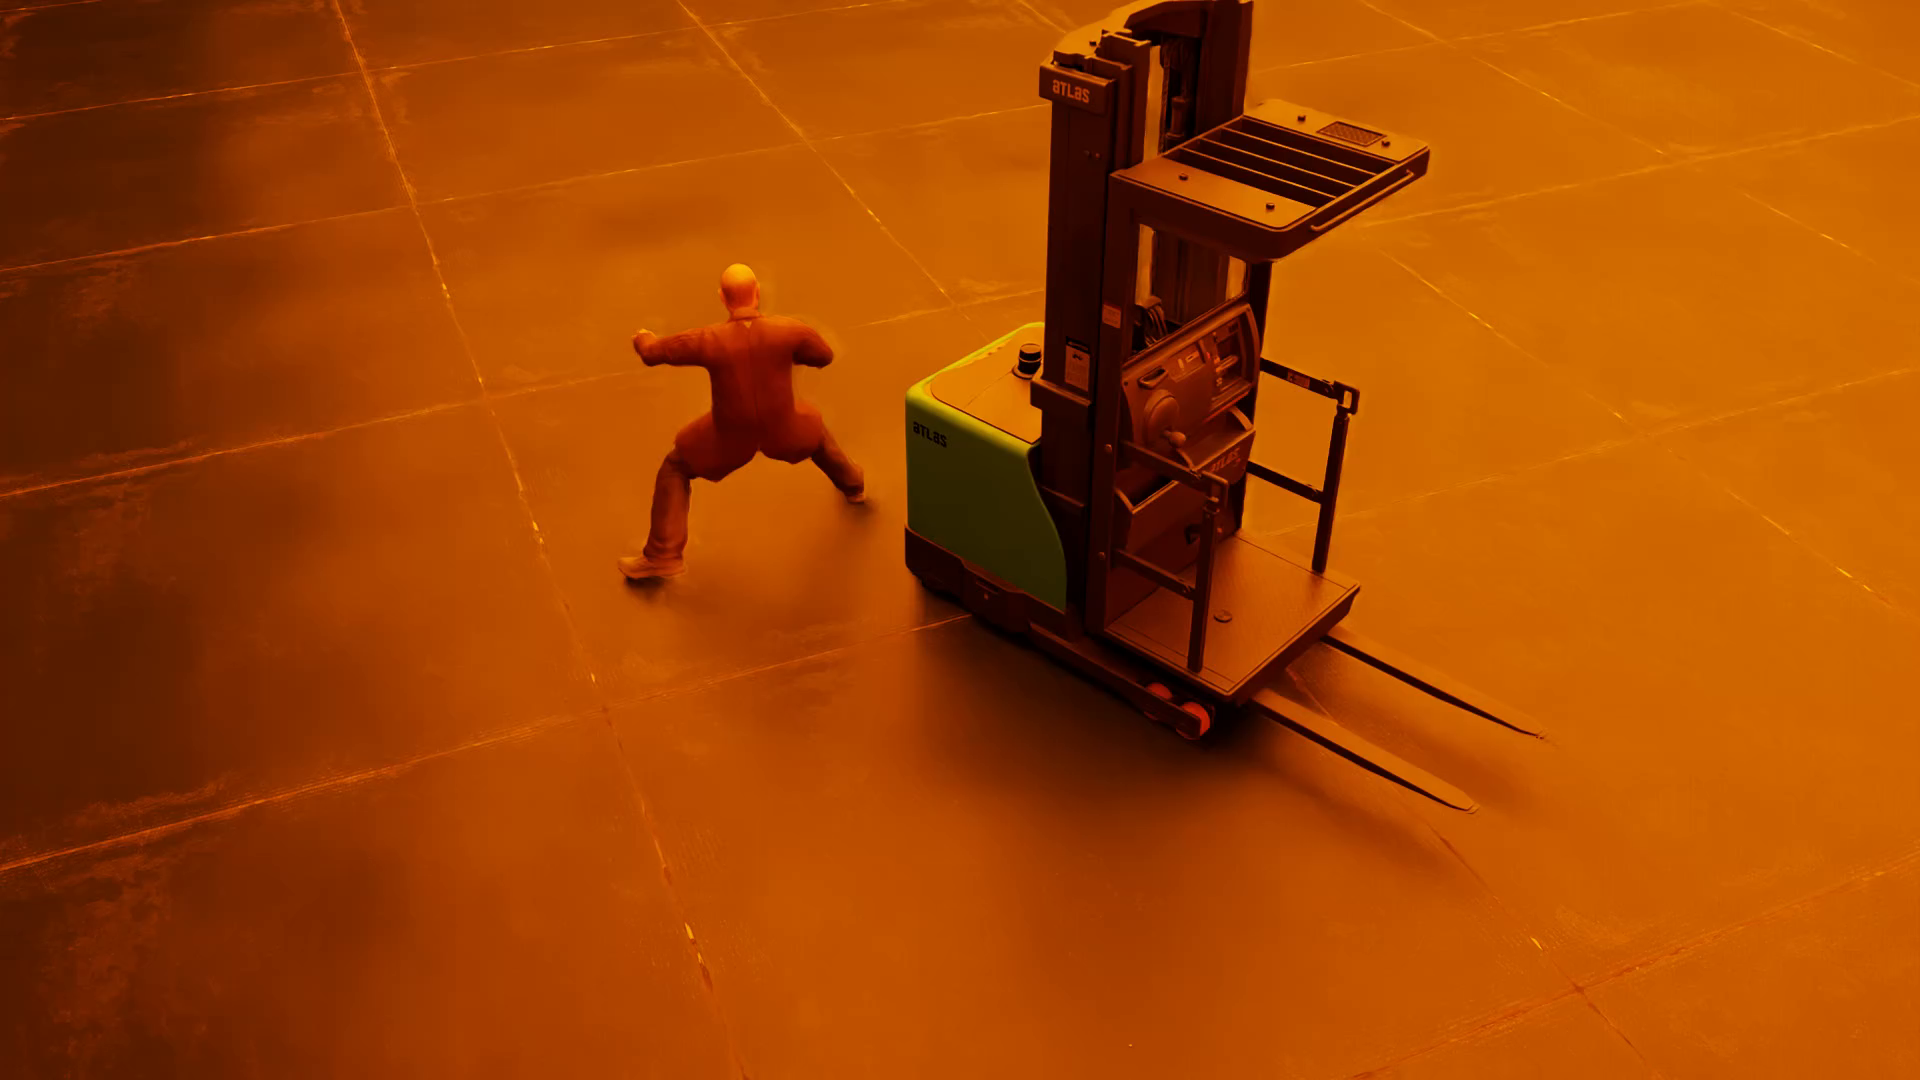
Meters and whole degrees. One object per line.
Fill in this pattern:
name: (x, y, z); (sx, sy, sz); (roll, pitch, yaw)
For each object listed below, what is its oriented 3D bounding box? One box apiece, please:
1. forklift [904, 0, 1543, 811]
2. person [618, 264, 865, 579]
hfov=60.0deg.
forklift: (1.154, -0.654, 7.018); (3.031, 2.935, 1.130); (28, 44, 33)
person: (-1.122, -0.681, 8.248); (1.338, 1.542, 0.922); (-8, 36, -11)
